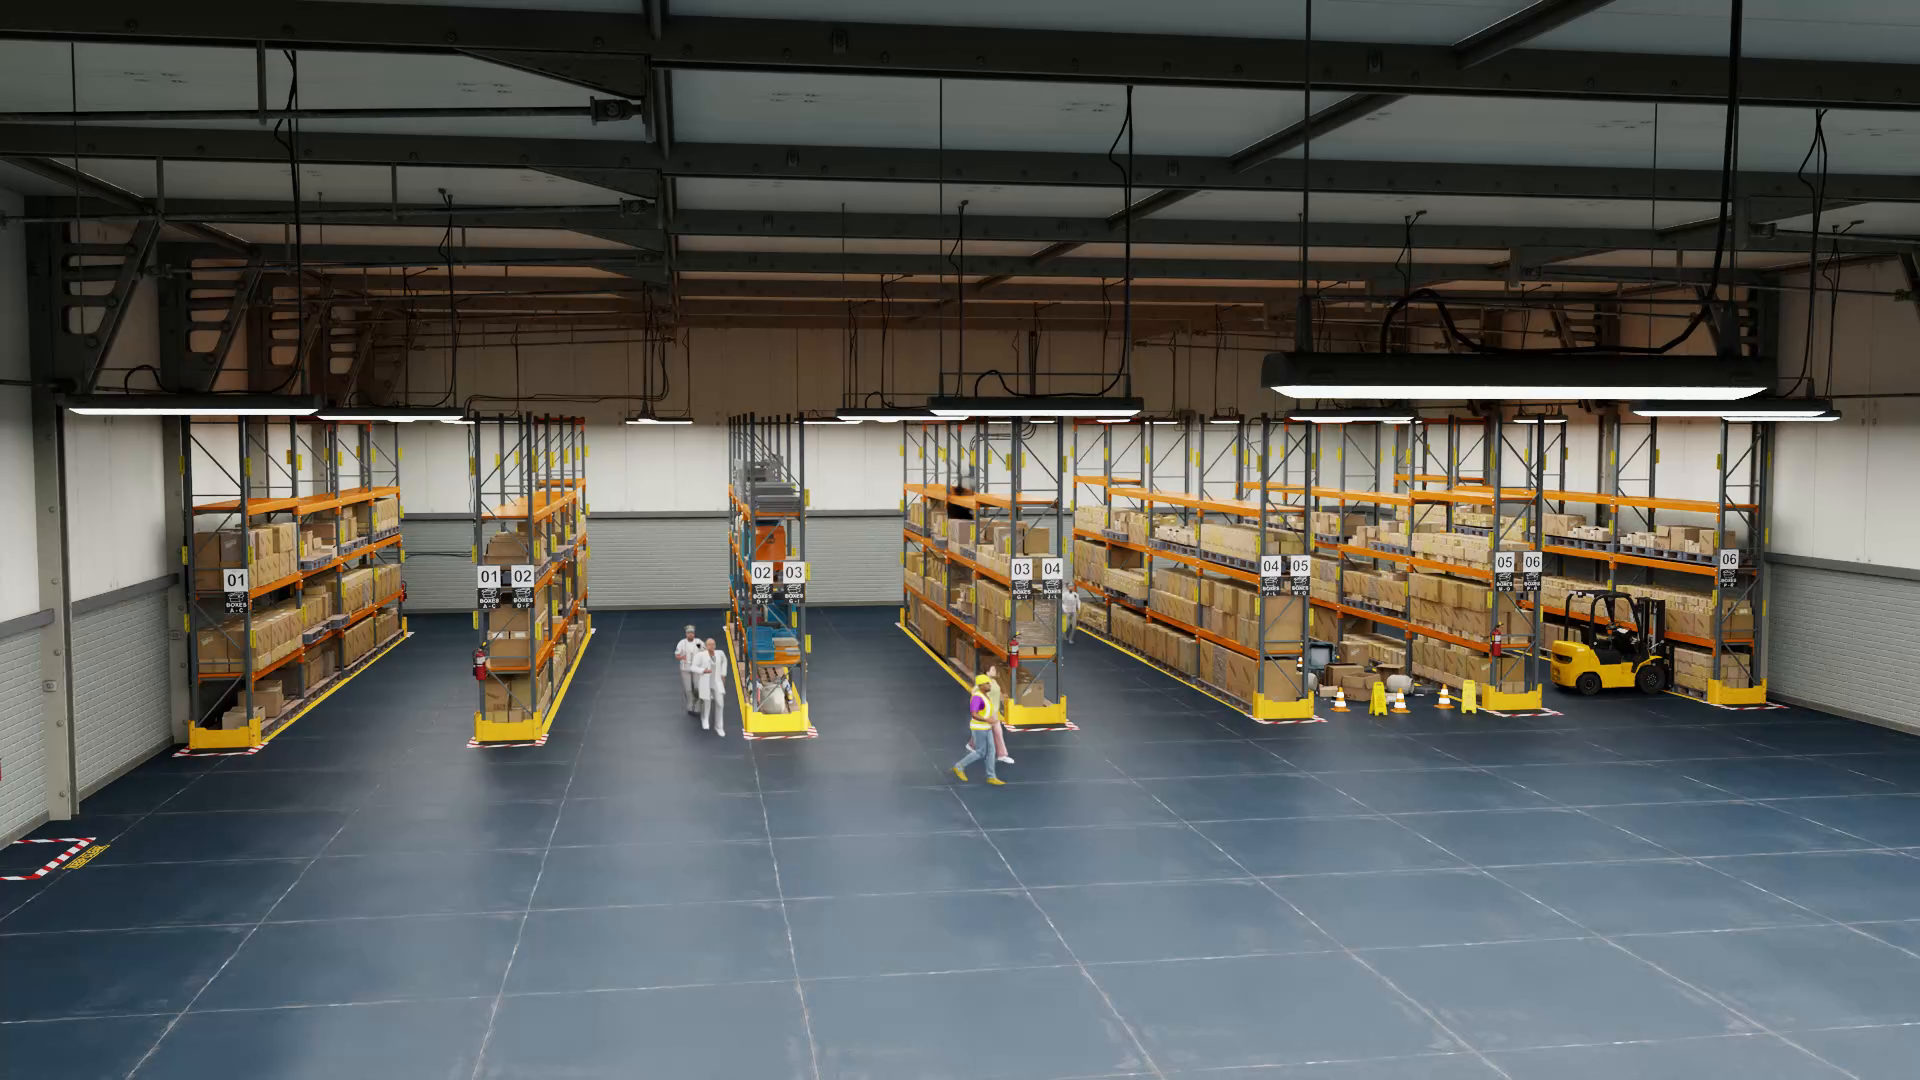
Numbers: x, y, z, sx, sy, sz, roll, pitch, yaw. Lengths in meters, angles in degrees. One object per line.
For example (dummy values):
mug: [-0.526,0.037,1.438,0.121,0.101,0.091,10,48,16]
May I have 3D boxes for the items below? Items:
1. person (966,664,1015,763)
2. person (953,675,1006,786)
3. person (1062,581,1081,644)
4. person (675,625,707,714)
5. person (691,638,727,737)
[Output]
person: [0.514,3.056,28.343,0.946,1.412,0.577,2,4,24]
person: [0.317,3.033,26.604,0.842,1.774,0.725,1,4,15]
person: [2.925,1.911,43.913,0.614,1.648,0.569,-1,4,-12]
person: [-5.368,2.597,33.172,0.610,1.784,0.651,-1,4,-12]
person: [-4.674,2.728,31.072,0.733,1.810,1.002,-1,4,-21]
